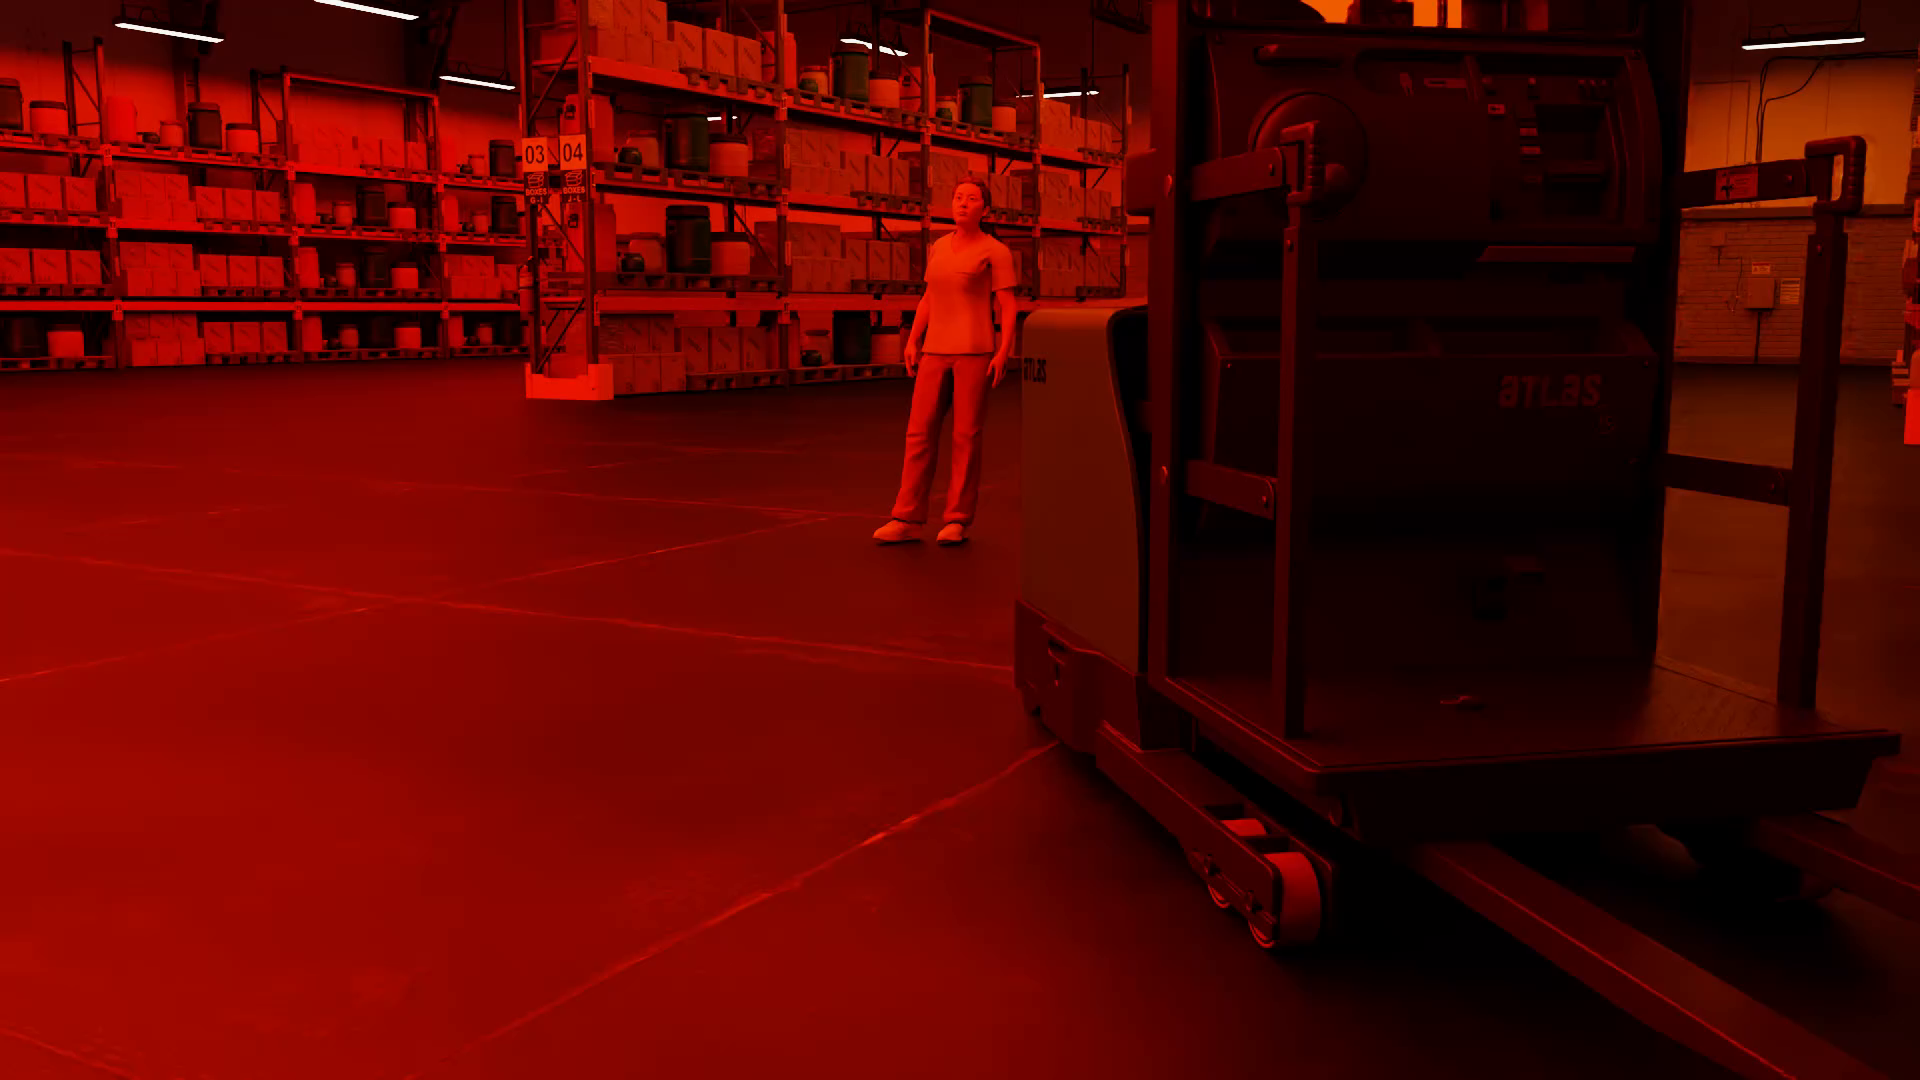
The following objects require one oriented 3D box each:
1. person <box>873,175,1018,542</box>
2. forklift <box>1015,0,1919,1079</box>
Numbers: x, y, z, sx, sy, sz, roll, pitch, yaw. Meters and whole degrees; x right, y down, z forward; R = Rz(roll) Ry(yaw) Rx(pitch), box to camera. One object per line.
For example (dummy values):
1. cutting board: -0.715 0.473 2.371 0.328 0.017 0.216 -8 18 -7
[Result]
1. person: -0.046 -0.829 7.639 0.554 1.672 0.548 4 9 29
2. forklift: 0.972 -0.817 3.010 1.130 2.935 3.031 -2 8 -13
